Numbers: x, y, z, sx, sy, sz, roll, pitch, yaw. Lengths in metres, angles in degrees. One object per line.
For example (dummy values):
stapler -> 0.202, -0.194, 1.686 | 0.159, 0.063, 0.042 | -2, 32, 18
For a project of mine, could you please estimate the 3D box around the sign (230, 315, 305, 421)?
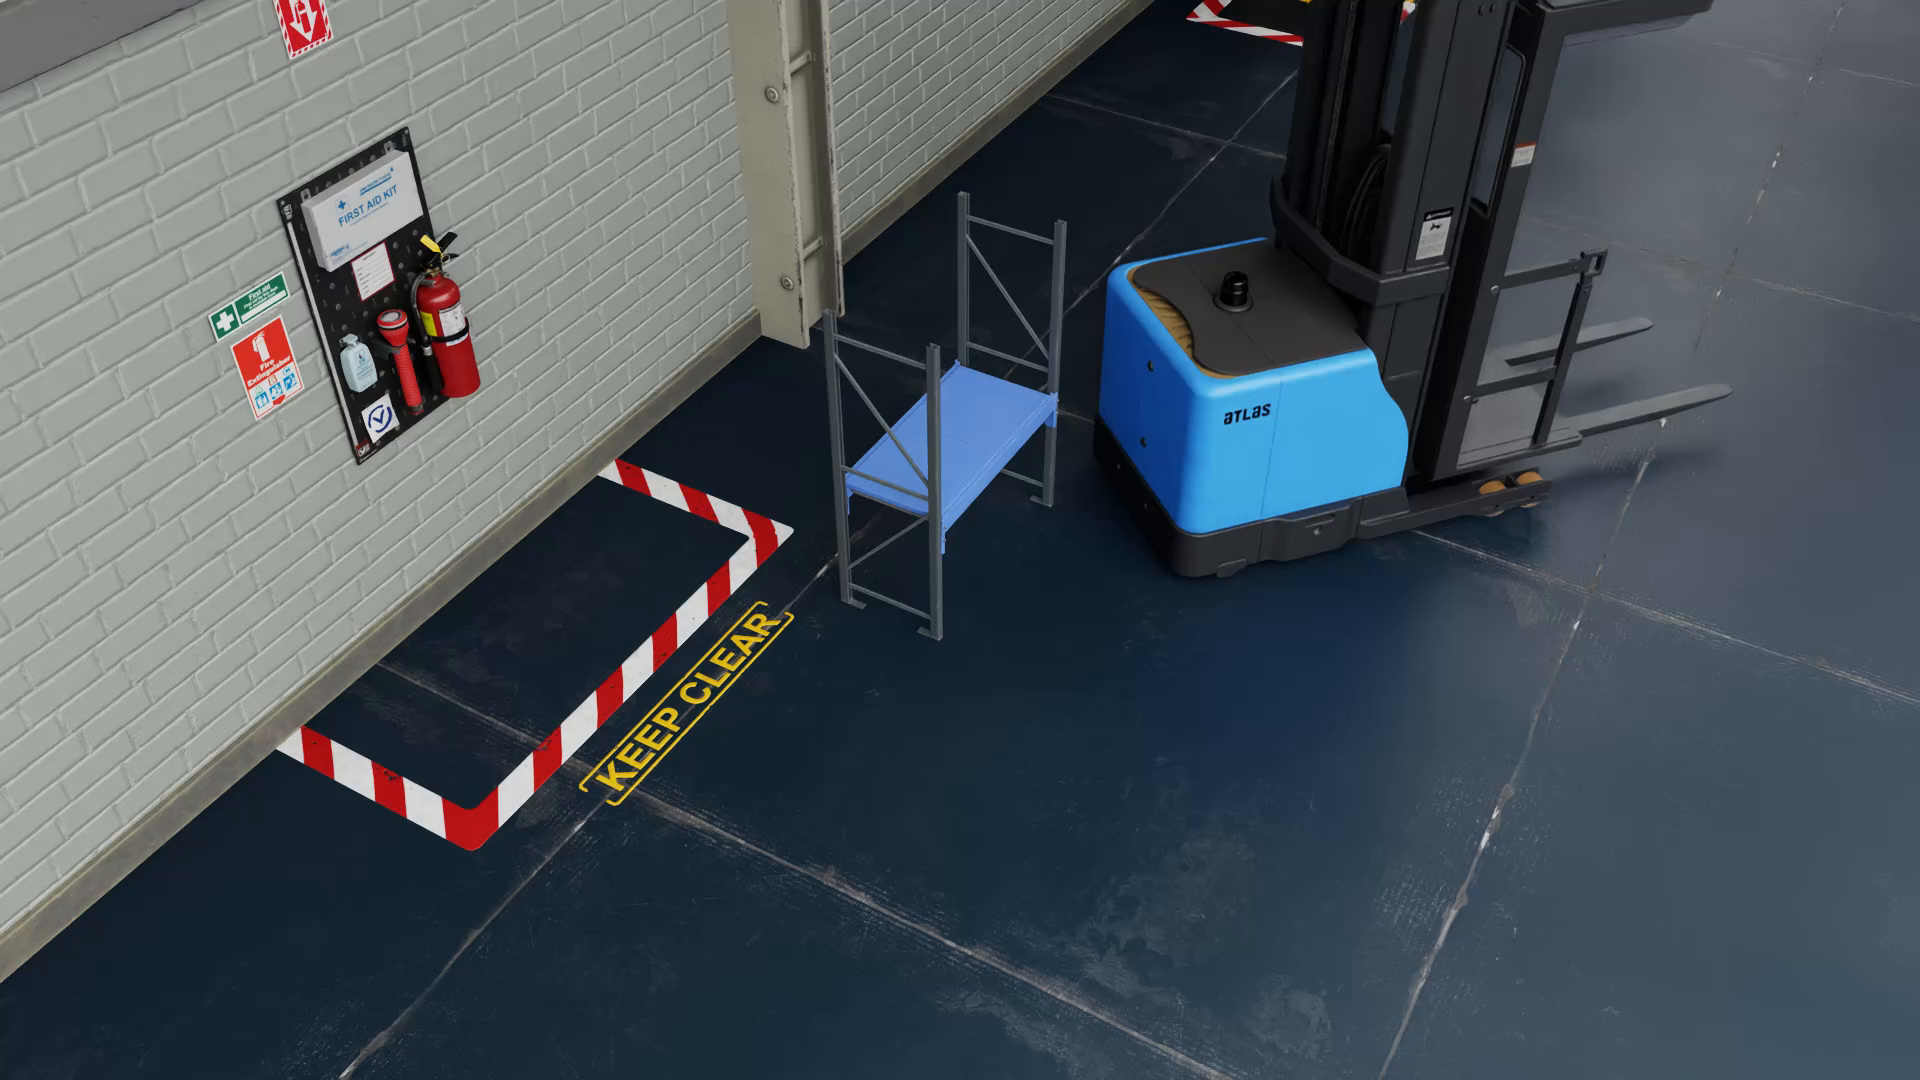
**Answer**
sign -> -2.483, -0.617, 5.970 | 0.001, 0.329, 0.234 | 21, 45, 22

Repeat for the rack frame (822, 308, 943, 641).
rack frame -> -0.297, -0.223, 6.684 | 0.500, 1.500, 0.032 | 21, 45, 22

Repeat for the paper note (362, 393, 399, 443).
paper note -> -2.265, -0.477, 6.504 | 0.016, 0.148, 0.142 | 21, 45, 22

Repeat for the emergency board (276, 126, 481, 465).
emergency board -> -2.117, -0.886, 6.302 | 0.194, 1.169, 0.643 | 21, 45, 22

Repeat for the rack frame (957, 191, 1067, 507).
rack frame -> 0.212, -0.805, 7.345 | 0.500, 1.500, 0.032 | 21, 45, 22

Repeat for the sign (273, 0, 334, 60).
sign -> -2.207, -1.784, 5.568 | 0.001, 0.298, 0.199 | 21, 45, 22

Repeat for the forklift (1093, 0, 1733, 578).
forklift -> 2.207, -1.524, 7.079 | 3.031, 2.935, 1.130 | -13, 43, -15

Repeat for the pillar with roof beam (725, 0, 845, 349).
pillar with roof beam -> 2.880, -3.115, 4.294 | 9.100, 9.000, 0.400 | 21, 45, 22

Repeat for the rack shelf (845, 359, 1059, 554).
rack shelf -> -0.043, -0.379, 7.133 | 0.538, 0.185, 1.000 | 21, 45, 22

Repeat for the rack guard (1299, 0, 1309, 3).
rack guard -> 2.592, -4.139, 11.888 | 1.175, 0.500, 0.348 | 21, 45, 22

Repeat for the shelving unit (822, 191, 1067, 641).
shelving unit -> -0.043, -0.514, 7.014 | 0.538, 1.500, 1.048 | 21, 45, 22

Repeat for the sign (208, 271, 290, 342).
sign -> -2.473, -0.816, 5.794 | 0.001, 0.109, 0.331 | 21, 45, 22
